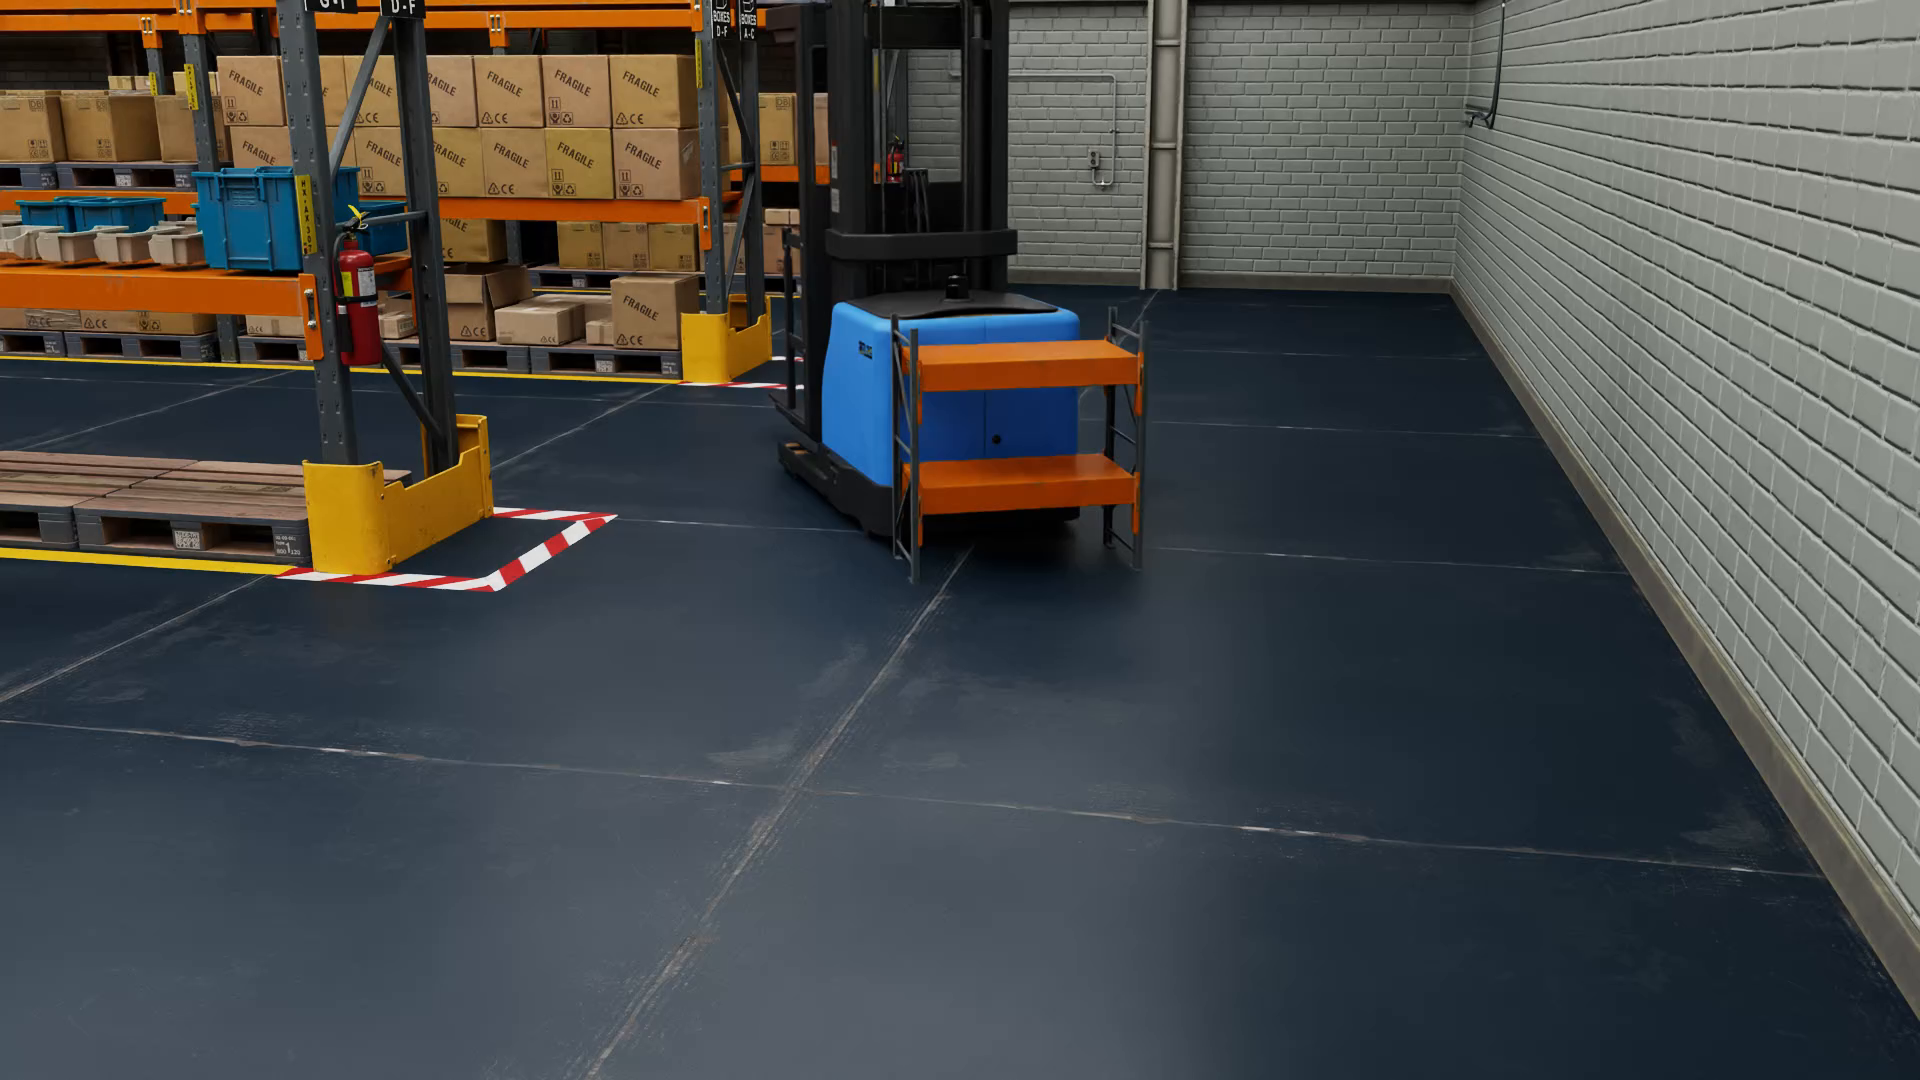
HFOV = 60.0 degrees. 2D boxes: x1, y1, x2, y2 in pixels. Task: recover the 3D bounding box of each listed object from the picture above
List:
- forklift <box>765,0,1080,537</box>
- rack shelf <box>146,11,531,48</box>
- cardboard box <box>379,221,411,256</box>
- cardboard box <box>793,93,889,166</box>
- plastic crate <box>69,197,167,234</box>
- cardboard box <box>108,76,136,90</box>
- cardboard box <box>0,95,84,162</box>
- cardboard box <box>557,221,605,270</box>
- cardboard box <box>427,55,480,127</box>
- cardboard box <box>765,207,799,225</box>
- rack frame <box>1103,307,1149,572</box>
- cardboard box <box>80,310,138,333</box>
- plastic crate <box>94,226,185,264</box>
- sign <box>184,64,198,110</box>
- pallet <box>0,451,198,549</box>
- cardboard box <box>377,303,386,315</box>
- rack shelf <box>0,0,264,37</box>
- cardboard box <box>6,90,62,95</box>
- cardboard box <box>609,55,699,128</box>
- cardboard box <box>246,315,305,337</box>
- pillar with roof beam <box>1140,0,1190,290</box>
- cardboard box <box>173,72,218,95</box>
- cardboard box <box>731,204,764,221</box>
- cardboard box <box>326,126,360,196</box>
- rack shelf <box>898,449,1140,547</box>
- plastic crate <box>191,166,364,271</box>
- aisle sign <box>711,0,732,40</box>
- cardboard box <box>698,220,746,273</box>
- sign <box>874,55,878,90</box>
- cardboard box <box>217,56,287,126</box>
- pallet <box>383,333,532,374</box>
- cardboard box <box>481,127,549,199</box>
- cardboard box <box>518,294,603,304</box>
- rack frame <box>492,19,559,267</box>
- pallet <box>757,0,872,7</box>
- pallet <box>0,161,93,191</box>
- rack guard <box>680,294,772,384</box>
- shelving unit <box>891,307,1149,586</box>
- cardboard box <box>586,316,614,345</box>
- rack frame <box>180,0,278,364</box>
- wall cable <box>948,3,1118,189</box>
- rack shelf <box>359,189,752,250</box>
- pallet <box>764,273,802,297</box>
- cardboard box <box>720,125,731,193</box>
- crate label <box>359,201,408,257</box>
[{"bbox_3d":[-0.385,-1.778,8.922,1.130,2.935,3.031,-5,16,-19],"label":"forklift"},{"bbox_3d":[-6.578,-5.453,17.787,4.000,0.370,1.077,3,16,11],"label":"rack shelf"},{"bbox_3d":[-6.153,-3.461,18.108,0.750,0.750,0.750,4,16,13],"label":"cardboard box"},{"bbox_3d":[-1.200,-4.204,16.988,0.700,0.700,0.980,4,16,14],"label":"cardboard box"},{"bbox_3d":[-4.139,-1.561,8.209,0.300,0.233,0.416,3,16,11],"label":"plastic crate"},{"bbox_3d":[-9.200,-5.057,18.403,0.250,0.149,0.380,0,15,2],"label":"cardboard box"},{"bbox_3d":[-7.345,-3.280,13.240,0.500,0.500,0.700,-1,16,-3],"label":"cardboard box"},{"bbox_3d":[-3.906,-3.179,17.745,0.500,0.500,0.700,3,16,12],"label":"cardboard box"},{"bbox_3d":[-3.680,-3.301,12.229,0.500,0.500,0.500,4,16,13],"label":"cardboard box"},{"bbox_3d":[-1.817,-3.329,17.071,0.250,0.149,0.380,4,16,13],"label":"cardboard box"},{"bbox_3d":[0.750,-0.465,7.562,0.032,1.125,0.500,-3,16,-12],"label":"rack frame"},{"bbox_3d":[-6.625,-1.939,13.230,0.500,0.500,0.500,3,16,11],"label":"cardboard box"},{"bbox_3d":[-3.789,-1.360,7.665,0.243,0.136,0.396,3,16,11],"label":"plastic crate"},{"bbox_3d":[-5.709,-3.364,12.349,0.005,0.325,0.100,3,16,11],"label":"sign"},{"bbox_3d":[-4.665,-0.219,8.387,1.213,0.211,1.003,3,16,11],"label":"pallet"},{"bbox_3d":[-4.607,-1.829,13.493,0.250,0.149,0.380,3,16,11],"label":"cardboard box"},{"bbox_3d":[-7.562,-4.157,13.108,4.000,0.370,1.077,3,16,11],"label":"rack shelf"},{"bbox_3d":[-10.226,-4.804,18.703,0.500,0.500,0.700,3,16,11],"label":"cardboard box"},{"bbox_3d":[-2.173,-3.221,11.939,0.500,0.500,0.500,3,16,11],"label":"cardboard box"},{"bbox_3d":[-5.233,-1.789,13.044,0.500,0.311,0.500,3,16,11],"label":"cardboard box"},{"bbox_3d":[1.262,-5.882,12.371,0.400,9.000,9.100,3,16,11],"label":"pillar with roof beam"},{"bbox_3d":[-8.116,-4.930,17.984,0.500,0.250,0.500,3,16,12],"label":"cardboard box"},{"bbox_3d":[-2.233,-3.455,17.528,0.250,0.149,0.380,3,16,12],"label":"cardboard box"},{"bbox_3d":[-4.654,-2.875,12.565,0.500,0.500,0.500,3,16,12],"label":"cardboard box"},{"bbox_3d":[0.254,-0.200,7.523,1.000,0.278,0.538,-3,16,-12],"label":"rack shelf"},{"bbox_3d":[-3.038,-1.458,7.458,0.499,0.435,0.616,3,16,11],"label":"plastic crate"},{"bbox_3d":[-1.676,-3.908,11.611,0.004,0.787,0.394,3,16,11],"label":"aisle sign"},{"bbox_3d":[-2.388,-3.097,17.449,0.500,0.500,0.700,3,16,9],"label":"cardboard box"},{"bbox_3d":[-0.820,-4.566,16.243,0.005,0.325,0.100,3,16,11],"label":"sign"},{"bbox_3d":[-5.196,-3.383,12.525,0.500,0.500,0.500,4,16,13],"label":"cardboard box"},{"bbox_3d":[-3.730,-1.507,13.036,1.213,0.211,1.003,3,16,11],"label":"pallet"},{"bbox_3d":[-3.172,-2.794,12.273,0.500,0.500,0.500,3,16,12],"label":"cardboard box"},{"bbox_3d":[-3.138,-1.782,13.133,0.500,0.250,0.500,3,16,11],"label":"cardboard box"},{"bbox_3d":[-4.618,-4.248,17.707,0.127,3.000,1.000,3,16,11],"label":"rack frame"},{"bbox_3d":[-1.427,-5.474,16.683,1.213,0.211,1.003,3,16,11],"label":"pallet"},{"bbox_3d":[-7.615,-2.970,13.453,1.213,0.211,1.003,3,16,11],"label":"pallet"},{"bbox_3d":[-1.756,-1.538,12.609,0.348,0.500,1.175,3,16,11],"label":"rack guard"},{"bbox_3d":[0.254,-0.436,7.458,1.048,1.125,0.538,-3,16,-12],"label":"shelving unit"},{"bbox_3d":[-2.643,-1.595,12.614,0.250,0.166,0.380,3,16,11],"label":"cardboard box"},{"bbox_3d":[-5.602,-2.952,13.029,0.127,3.000,1.000,3,16,11],"label":"rack frame"},{"bbox_3d":[0.745,-4.704,17.451,1.851,1.984,0.084,3,16,11],"label":"wall cable"},{"bbox_3d":[-3.642,-2.499,12.740,4.000,0.370,1.077,3,16,11],"label":"rack shelf"},{"bbox_3d":[-1.498,-2.713,17.391,1.213,0.211,1.003,3,16,11],"label":"pallet"},{"bbox_3d":[-2.064,-2.880,12.581,0.500,0.500,0.500,3,16,12],"label":"cardboard box"},{"bbox_3d":[-2.849,-1.491,7.956,0.303,0.233,0.416,3,16,11],"label":"crate label"}]
